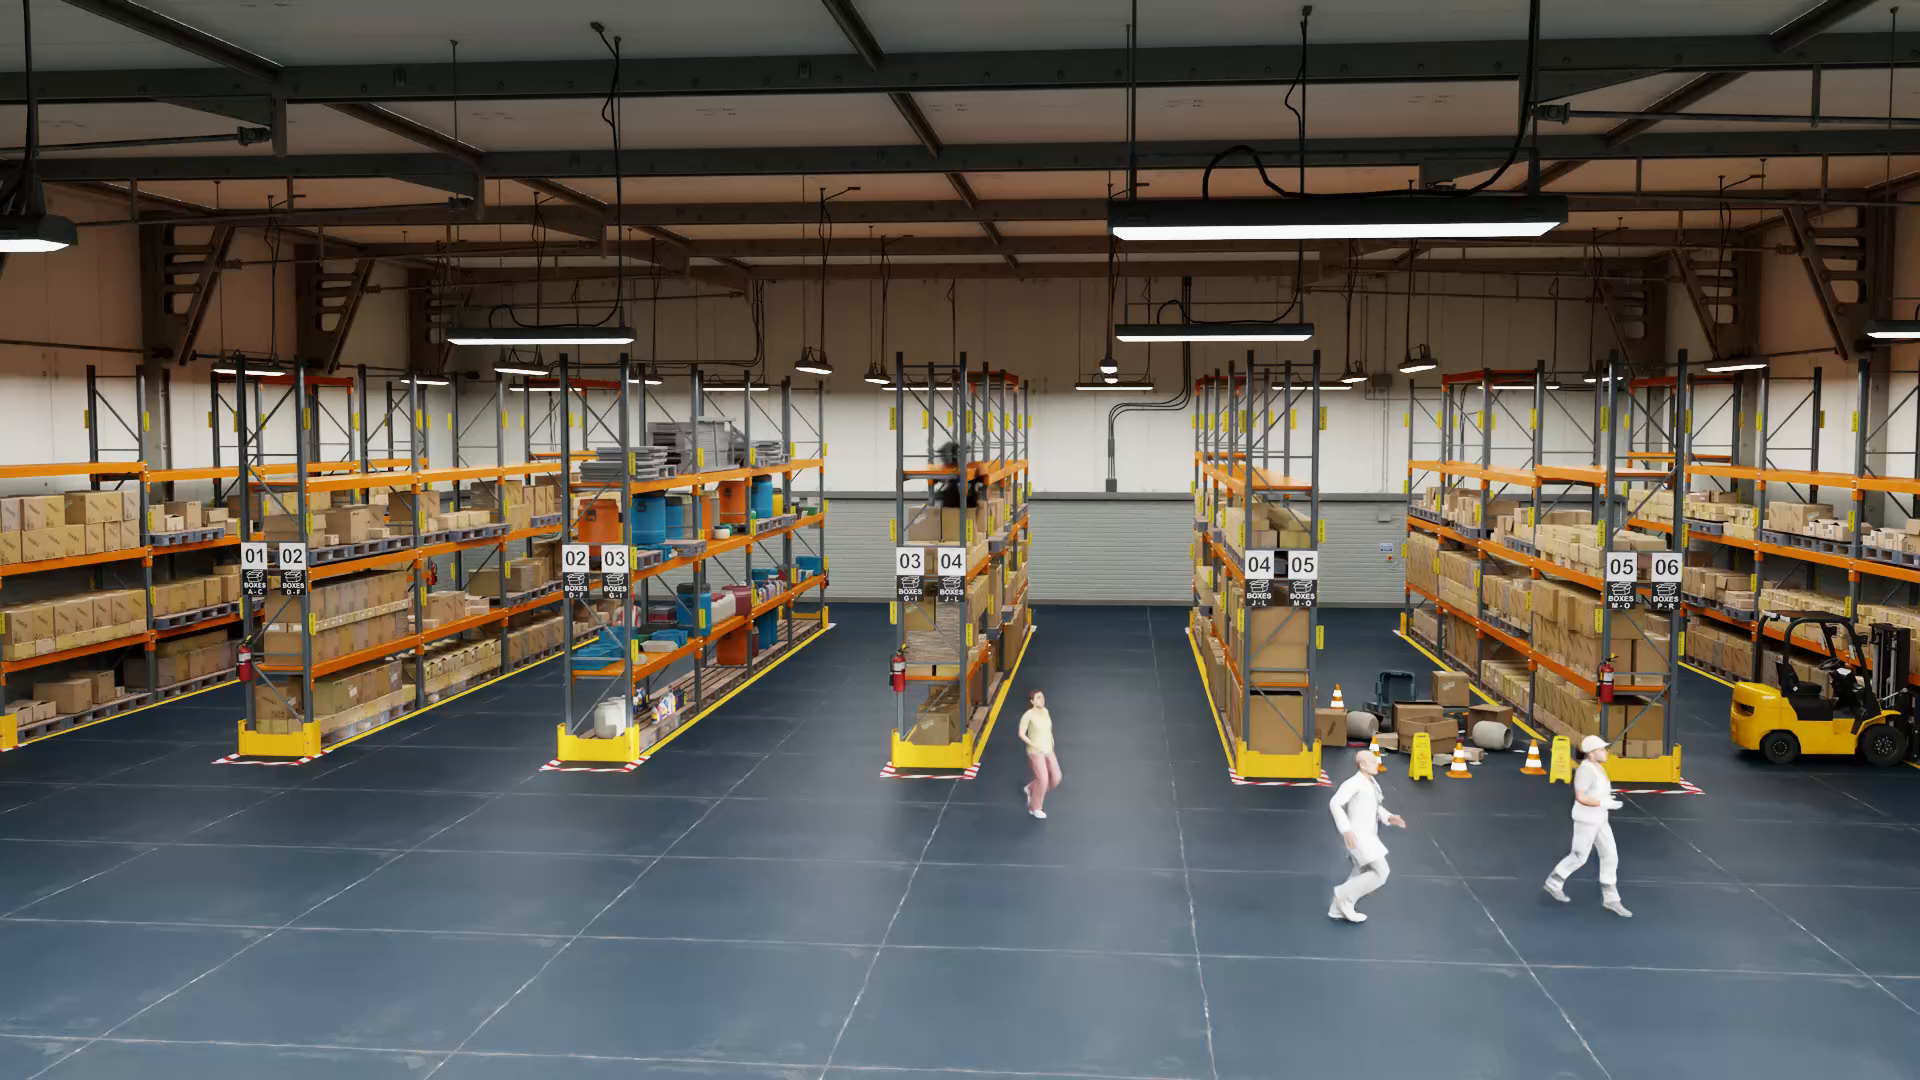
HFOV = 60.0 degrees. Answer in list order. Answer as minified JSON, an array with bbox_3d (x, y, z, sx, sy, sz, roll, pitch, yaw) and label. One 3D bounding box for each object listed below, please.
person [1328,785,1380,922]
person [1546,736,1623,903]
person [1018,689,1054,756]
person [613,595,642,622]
[{"bbox_3d":[3.914,3.117,16.562,0.499,1.400,0.245,2,5,29],"label":"person"},{"bbox_3d":[6.396,2.843,16.988,0.780,1.710,0.643,4,6,43],"label":"person"},{"bbox_3d":[1.019,2.290,21.036,0.586,0.815,0.413,-4,6,-42],"label":"person"},{"bbox_3d":[-6.207,1.808,31.234,0.612,1.700,0.659,0,4,0],"label":"person"}]
